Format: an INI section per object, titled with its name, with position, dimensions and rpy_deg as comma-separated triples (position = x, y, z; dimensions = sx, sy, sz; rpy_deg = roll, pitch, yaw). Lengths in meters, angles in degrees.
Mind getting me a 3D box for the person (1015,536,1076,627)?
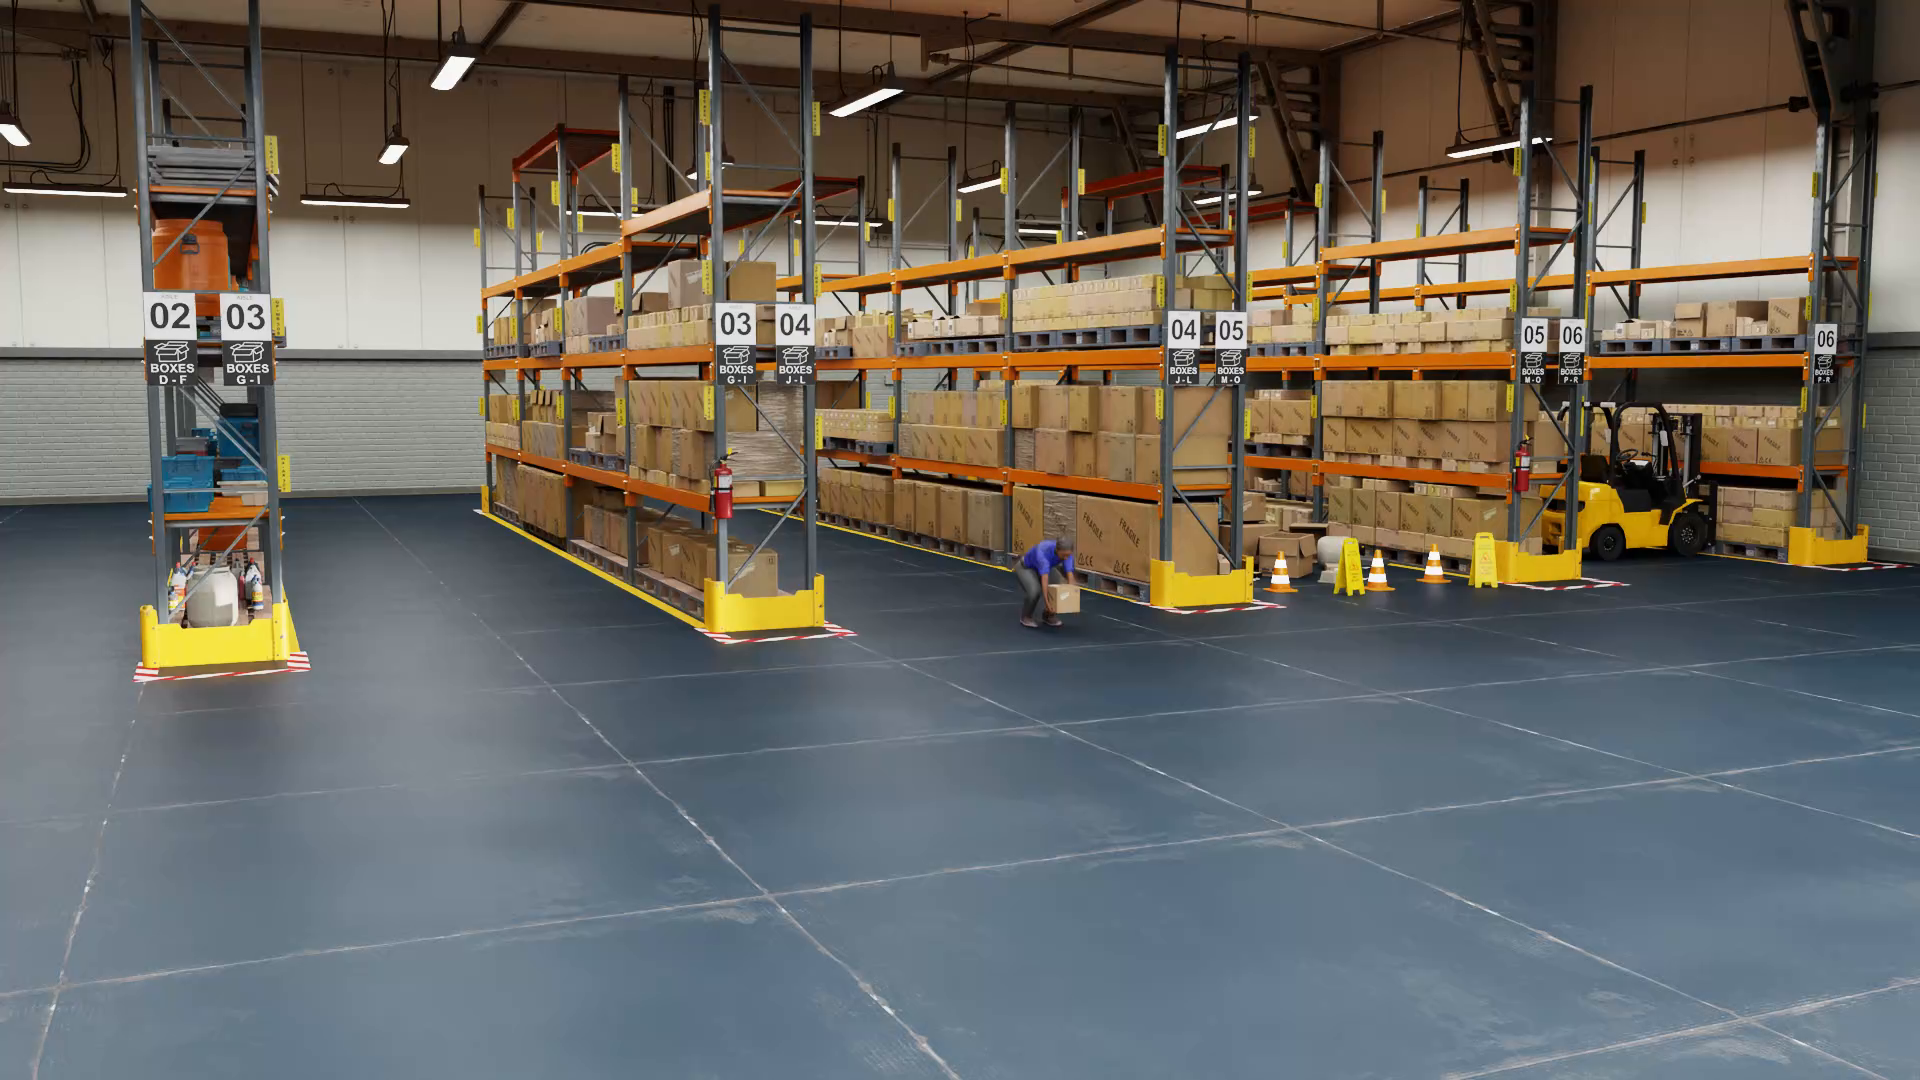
[person]
position = 0.874, 0.406, 16.599
dimensions = 0.467, 0.942, 0.850
rpy_deg = -3, 6, -26
